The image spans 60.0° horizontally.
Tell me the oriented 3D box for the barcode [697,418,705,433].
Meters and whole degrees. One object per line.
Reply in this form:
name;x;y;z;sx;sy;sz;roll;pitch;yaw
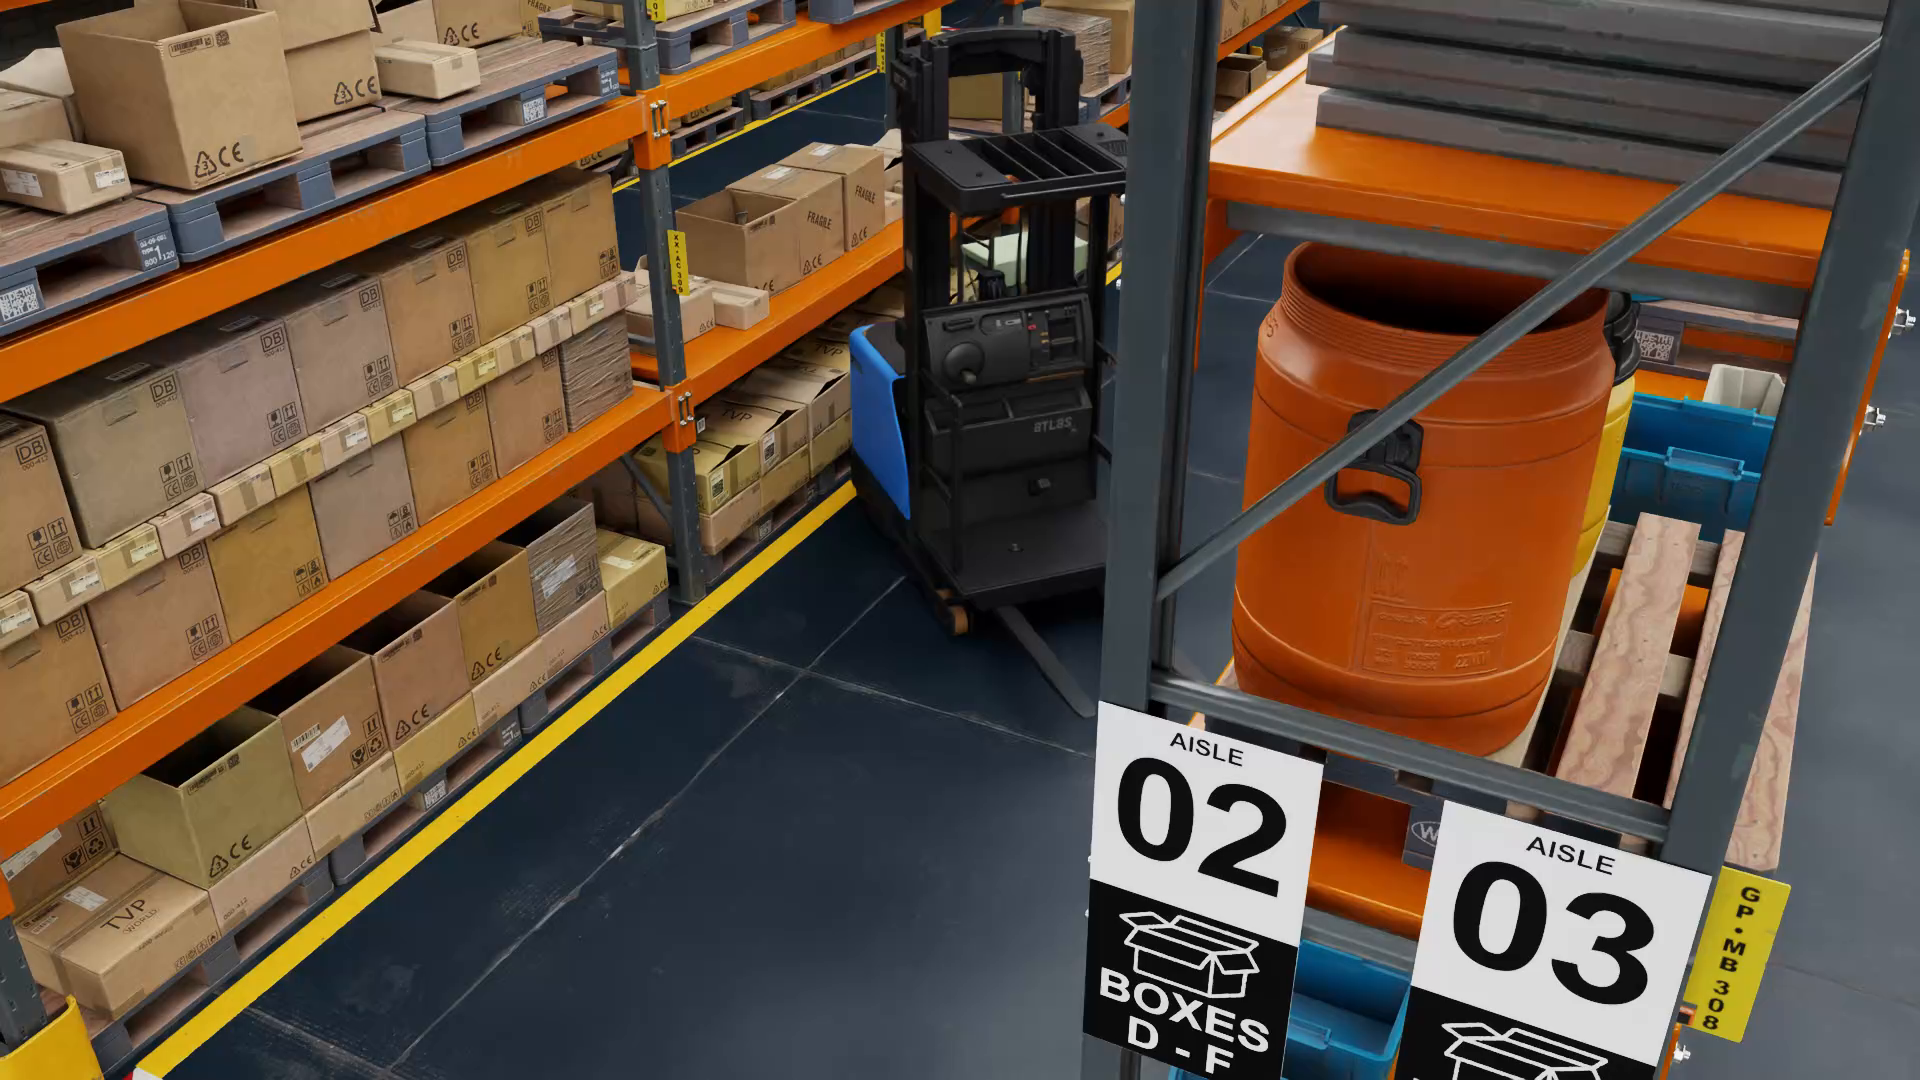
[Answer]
barcode;-1.387;-0.614;8.912;0.001;0.075;0.075;14;33;23

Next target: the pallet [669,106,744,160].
pallet;-2.926;-4.173;16.805;1.003;0.211;1.213;14;33;23

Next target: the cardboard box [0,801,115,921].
cardboard box;-3.717;1.080;6.443;0.500;0.500;0.500;14;33;23

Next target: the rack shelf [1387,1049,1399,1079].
rack shelf;1.623;1.251;5.281;1.077;0.370;4.000;14;33;23

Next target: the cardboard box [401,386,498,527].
cardboard box;-2.537;-0.461;7.440;0.700;0.500;0.500;15;33;24

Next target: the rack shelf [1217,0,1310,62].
rack shelf;2.681;-5.194;16.505;1.077;0.370;4.000;14;33;23

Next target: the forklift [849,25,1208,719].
forklift;0.344;-0.998;8.544;1.130;2.935;3.031;-11;32;-19

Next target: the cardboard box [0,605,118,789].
cardboard box;-3.472;0.453;5.848;0.700;0.500;0.500;14;33;23

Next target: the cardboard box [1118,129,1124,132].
cardboard box;1.100;-3.328;14.601;0.500;0.500;0.500;15;33;24

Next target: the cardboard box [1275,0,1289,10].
cardboard box;2.936;-5.501;16.218;0.500;0.500;0.500;14;33;23

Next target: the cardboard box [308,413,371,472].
cardboard box;-2.625;-0.430;6.736;0.380;0.149;0.250;15;33;24

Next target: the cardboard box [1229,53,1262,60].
cardboard box;3.096;-5.239;18.282;0.380;0.149;0.250;14;33;23

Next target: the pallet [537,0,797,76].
pallet;-1.484;-2.684;8.592;0.805;0.209;1.217;13;32;21

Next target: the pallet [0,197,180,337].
pallet;-3.351;-0.869;5.328;1.003;0.211;1.213;14;33;23

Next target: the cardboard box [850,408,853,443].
cardboard box;-0.770;-0.867;10.587;0.500;0.250;0.500;15;33;24

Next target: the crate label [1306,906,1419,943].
crate label;1.309;0.933;5.077;0.502;0.435;0.616;14;33;23

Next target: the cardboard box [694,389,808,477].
cardboard box;-1.231;-0.653;9.651;0.500;0.311;0.500;14;33;23

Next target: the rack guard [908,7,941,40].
rack guard;-0.808;-6.441;20.465;1.175;0.500;0.348;14;33;23

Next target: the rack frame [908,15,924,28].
rack frame;-0.819;-7.515;19.824;1.000;3.000;0.127;14;33;23

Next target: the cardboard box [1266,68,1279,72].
cardboard box;3.300;-4.898;17.671;0.380;0.166;0.250;14;33;23

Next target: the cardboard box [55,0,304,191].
cardboard box;-2.696;-1.561;5.781;0.500;0.500;0.500;14;33;23

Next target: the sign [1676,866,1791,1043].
sign;1.199;0.648;2.588;0.100;0.325;0.005;14;33;23

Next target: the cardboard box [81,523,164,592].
cardboard box;-3.093;0.023;5.946;0.380;0.149;0.250;14;33;23

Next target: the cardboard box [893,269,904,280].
cardboard box;-0.552;-1.913;11.846;0.500;0.311;0.500;15;33;25

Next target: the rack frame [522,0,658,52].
rack frame;-1.874;-3.674;7.112;1.000;3.000;0.127;14;33;23

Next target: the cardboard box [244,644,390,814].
cardboard box;-2.811;0.752;7.015;0.500;0.500;0.500;14;33;23

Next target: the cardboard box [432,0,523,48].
cardboard box;-2.338;-2.496;7.410;0.500;0.500;0.500;17;34;27

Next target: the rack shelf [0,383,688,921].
rack shelf;-2.785;0.126;7.241;1.077;0.370;4.000;14;33;23

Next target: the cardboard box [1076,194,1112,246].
cardboard box;0.876;-2.544;13.237;0.500;0.500;0.500;14;33;23

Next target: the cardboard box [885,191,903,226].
cardboard box;-0.583;-2.159;10.750;0.380;0.149;0.250;17;34;27

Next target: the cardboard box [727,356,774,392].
cardboard box;-1.484;-1.003;10.261;0.500;0.311;0.500;14;33;23

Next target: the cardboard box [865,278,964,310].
cardboard box;-0.302;-1.559;11.229;0.500;0.311;0.500;14;33;23

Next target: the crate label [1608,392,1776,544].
crate label;1.858;-0.165;4.163;0.502;0.251;0.408;14;33;23

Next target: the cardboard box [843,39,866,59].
cardboard box;-1.505;-5.835;18.987;0.700;0.500;0.500;13;32;22

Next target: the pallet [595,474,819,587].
pallet;-1.573;-0.199;9.884;1.003;0.211;1.213;14;33;23

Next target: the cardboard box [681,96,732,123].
cardboard box;-2.822;-4.674;16.613;0.750;0.750;0.750;15;33;24

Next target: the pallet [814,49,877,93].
pallet;-1.670;-5.394;18.932;1.003;0.211;1.213;14;33;23

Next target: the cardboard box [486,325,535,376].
cardboard box;-2.157;-0.886;7.528;0.380;0.149;0.250;14;33;23

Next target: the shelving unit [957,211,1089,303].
shelving unit;0.404;-1.364;10.618;0.755;1.500;0.431;-17;34;-27

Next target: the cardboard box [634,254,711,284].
cardboard box;-1.637;-1.446;9.391;0.396;0.266;0.258;13;33;22

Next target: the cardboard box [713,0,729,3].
cardboard box;-1.337;-3.006;8.689;0.500;0.250;0.500;11;32;19

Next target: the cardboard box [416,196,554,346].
cardboard box;-2.300;-1.256;7.522;0.700;0.500;0.500;14;33;23

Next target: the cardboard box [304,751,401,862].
cardboard box;-2.801;1.080;7.197;0.500;0.250;0.500;14;33;23

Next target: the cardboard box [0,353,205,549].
cardboard box;-3.213;-0.367;5.974;0.700;0.500;0.500;13;32;22

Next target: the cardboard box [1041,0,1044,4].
cardboard box;1.099;-4.366;13.819;0.700;0.500;0.500;20;35;31

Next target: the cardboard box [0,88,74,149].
cardboard box;-3.406;-1.348;5.662;0.500;0.250;0.500;14;33;23

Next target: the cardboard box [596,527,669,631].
cardboard box;-1.891;0.193;8.742;0.500;0.250;0.500;14;33;23
